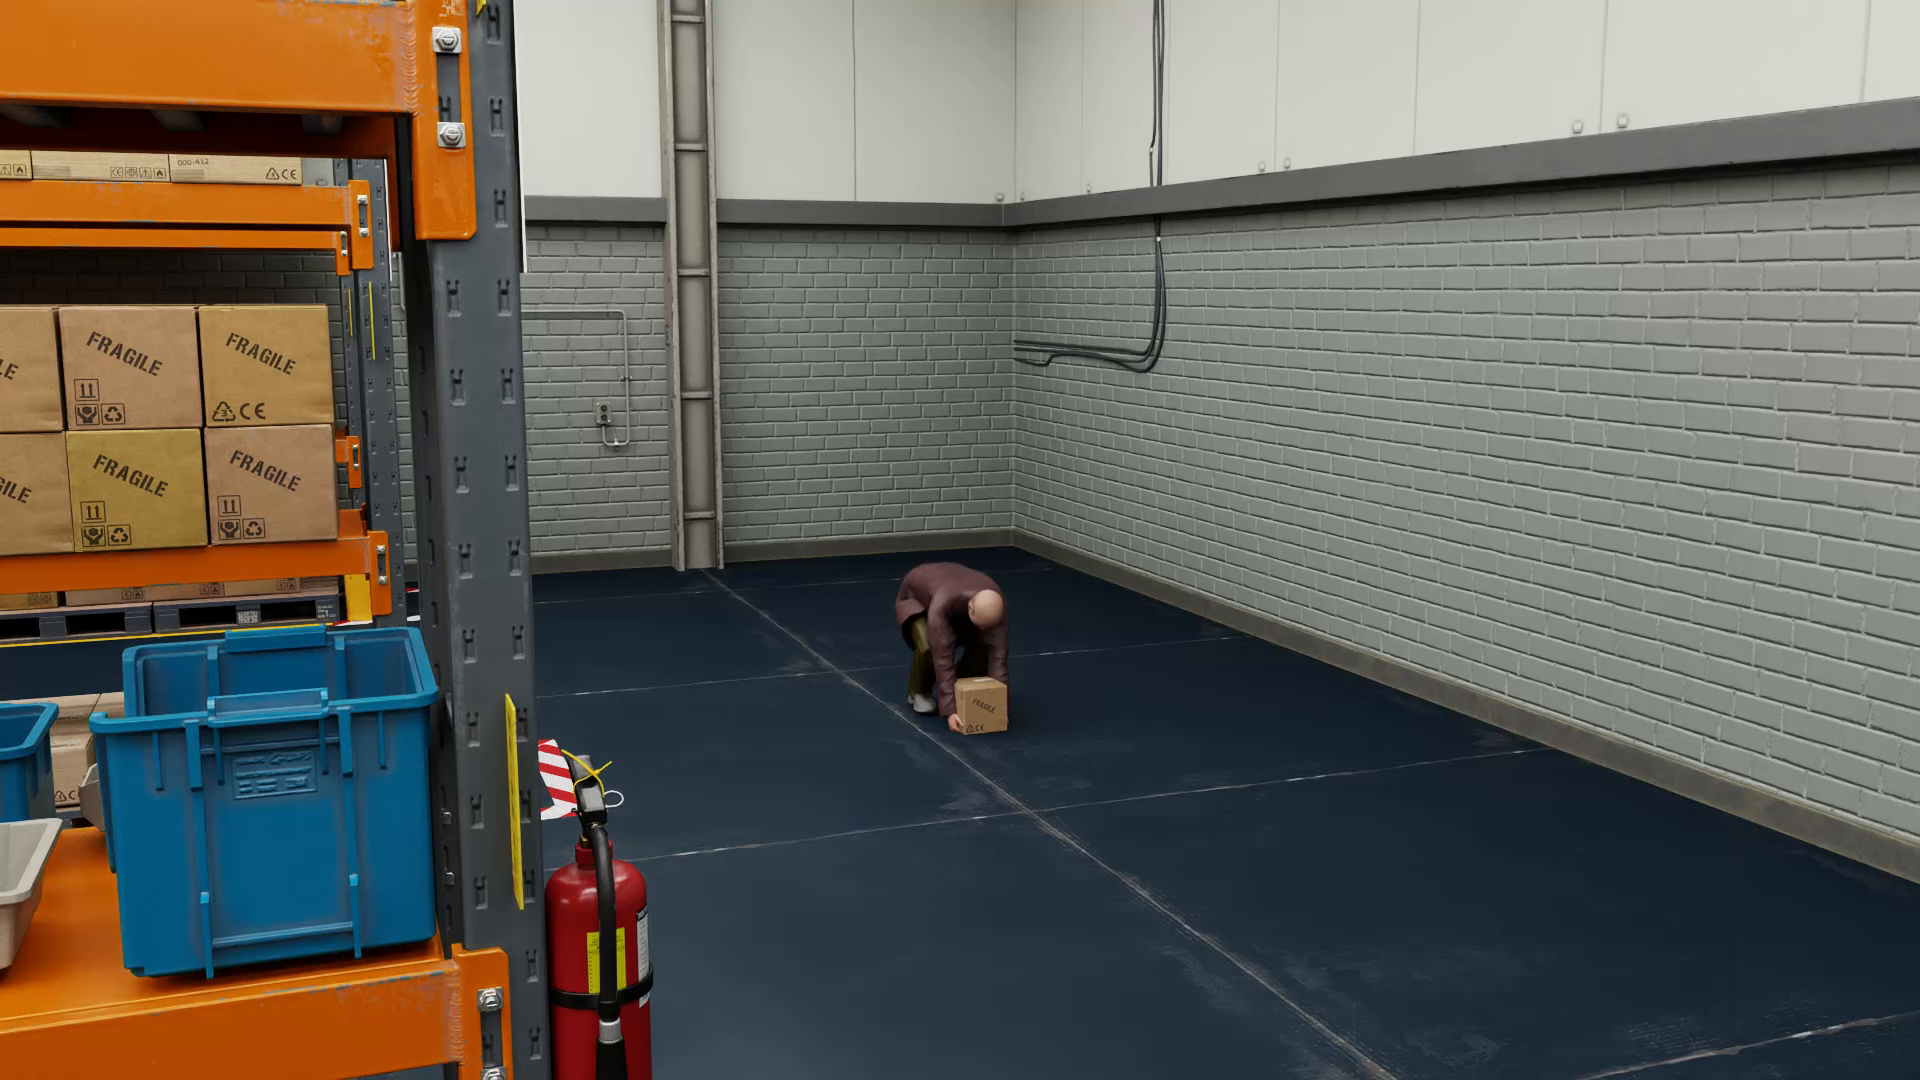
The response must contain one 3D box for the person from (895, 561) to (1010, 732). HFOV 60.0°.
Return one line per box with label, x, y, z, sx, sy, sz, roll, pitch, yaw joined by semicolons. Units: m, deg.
person;-0.032;0.572;9.313;0.580;0.864;0.951;-4;9;-23
